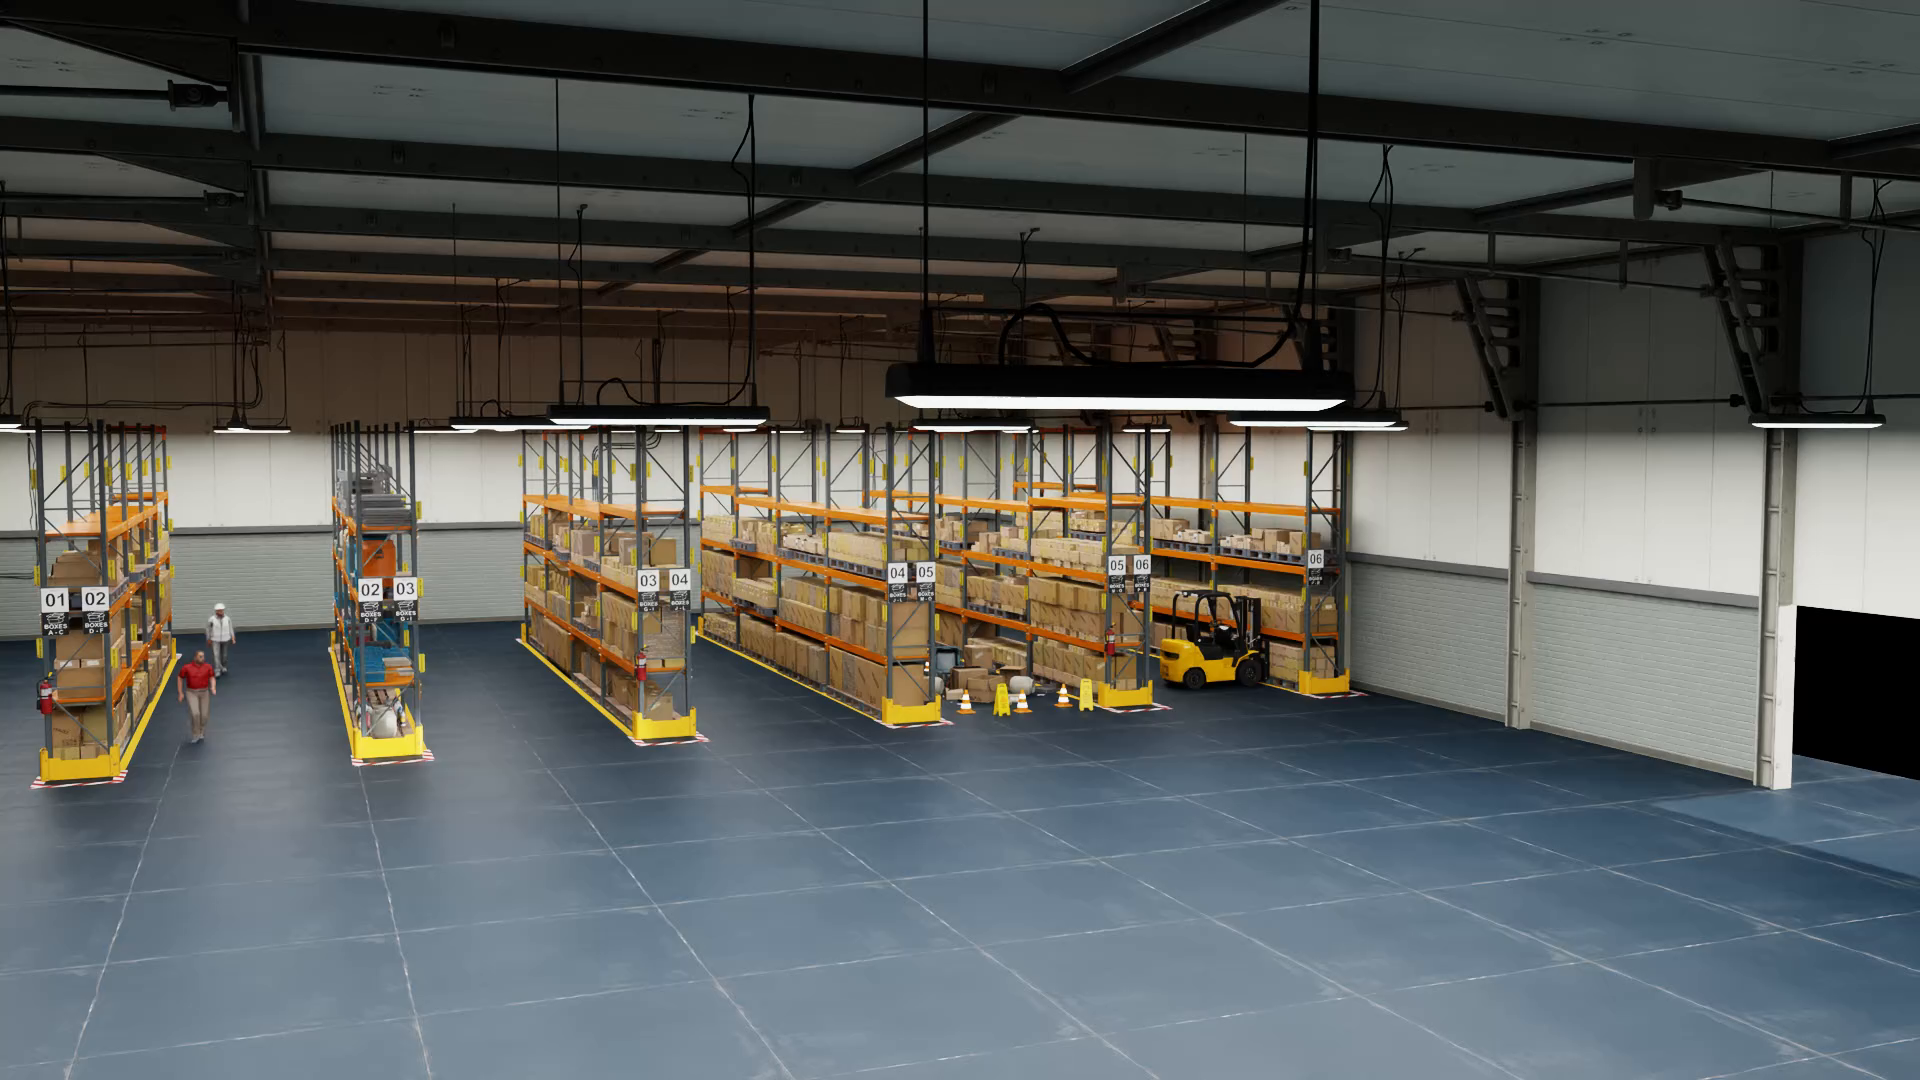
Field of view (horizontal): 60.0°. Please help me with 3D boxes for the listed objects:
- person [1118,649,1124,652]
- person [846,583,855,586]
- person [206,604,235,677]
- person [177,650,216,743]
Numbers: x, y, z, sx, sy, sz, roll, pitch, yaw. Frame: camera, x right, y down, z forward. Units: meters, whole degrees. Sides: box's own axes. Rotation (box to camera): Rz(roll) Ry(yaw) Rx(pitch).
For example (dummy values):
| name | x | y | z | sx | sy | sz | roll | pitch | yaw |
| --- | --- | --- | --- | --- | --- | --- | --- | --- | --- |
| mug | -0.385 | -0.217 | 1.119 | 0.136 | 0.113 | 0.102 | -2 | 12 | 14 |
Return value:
| name | x | y | z | sx | sy | sz | roll | pitch | yaw |
| --- | --- | --- | --- | --- | --- | --- | --- | --- | --- |
| person | 3.745 | 2.464 | 39.629 | 0.434 | 1.598 | 0.724 | -2 | 4 | -32 |
| person | -3.056 | 2.020 | 45.744 | 0.522 | 1.675 | 0.407 | -2 | 4 | -28 |
| person | -17.627 | 2.374 | 39.628 | 0.638 | 1.719 | 1.068 | -2 | 4 | -25 |
| person | -14.335 | 2.973 | 31.296 | 0.631 | 1.790 | 0.664 | -3 | 5 | -42 |
